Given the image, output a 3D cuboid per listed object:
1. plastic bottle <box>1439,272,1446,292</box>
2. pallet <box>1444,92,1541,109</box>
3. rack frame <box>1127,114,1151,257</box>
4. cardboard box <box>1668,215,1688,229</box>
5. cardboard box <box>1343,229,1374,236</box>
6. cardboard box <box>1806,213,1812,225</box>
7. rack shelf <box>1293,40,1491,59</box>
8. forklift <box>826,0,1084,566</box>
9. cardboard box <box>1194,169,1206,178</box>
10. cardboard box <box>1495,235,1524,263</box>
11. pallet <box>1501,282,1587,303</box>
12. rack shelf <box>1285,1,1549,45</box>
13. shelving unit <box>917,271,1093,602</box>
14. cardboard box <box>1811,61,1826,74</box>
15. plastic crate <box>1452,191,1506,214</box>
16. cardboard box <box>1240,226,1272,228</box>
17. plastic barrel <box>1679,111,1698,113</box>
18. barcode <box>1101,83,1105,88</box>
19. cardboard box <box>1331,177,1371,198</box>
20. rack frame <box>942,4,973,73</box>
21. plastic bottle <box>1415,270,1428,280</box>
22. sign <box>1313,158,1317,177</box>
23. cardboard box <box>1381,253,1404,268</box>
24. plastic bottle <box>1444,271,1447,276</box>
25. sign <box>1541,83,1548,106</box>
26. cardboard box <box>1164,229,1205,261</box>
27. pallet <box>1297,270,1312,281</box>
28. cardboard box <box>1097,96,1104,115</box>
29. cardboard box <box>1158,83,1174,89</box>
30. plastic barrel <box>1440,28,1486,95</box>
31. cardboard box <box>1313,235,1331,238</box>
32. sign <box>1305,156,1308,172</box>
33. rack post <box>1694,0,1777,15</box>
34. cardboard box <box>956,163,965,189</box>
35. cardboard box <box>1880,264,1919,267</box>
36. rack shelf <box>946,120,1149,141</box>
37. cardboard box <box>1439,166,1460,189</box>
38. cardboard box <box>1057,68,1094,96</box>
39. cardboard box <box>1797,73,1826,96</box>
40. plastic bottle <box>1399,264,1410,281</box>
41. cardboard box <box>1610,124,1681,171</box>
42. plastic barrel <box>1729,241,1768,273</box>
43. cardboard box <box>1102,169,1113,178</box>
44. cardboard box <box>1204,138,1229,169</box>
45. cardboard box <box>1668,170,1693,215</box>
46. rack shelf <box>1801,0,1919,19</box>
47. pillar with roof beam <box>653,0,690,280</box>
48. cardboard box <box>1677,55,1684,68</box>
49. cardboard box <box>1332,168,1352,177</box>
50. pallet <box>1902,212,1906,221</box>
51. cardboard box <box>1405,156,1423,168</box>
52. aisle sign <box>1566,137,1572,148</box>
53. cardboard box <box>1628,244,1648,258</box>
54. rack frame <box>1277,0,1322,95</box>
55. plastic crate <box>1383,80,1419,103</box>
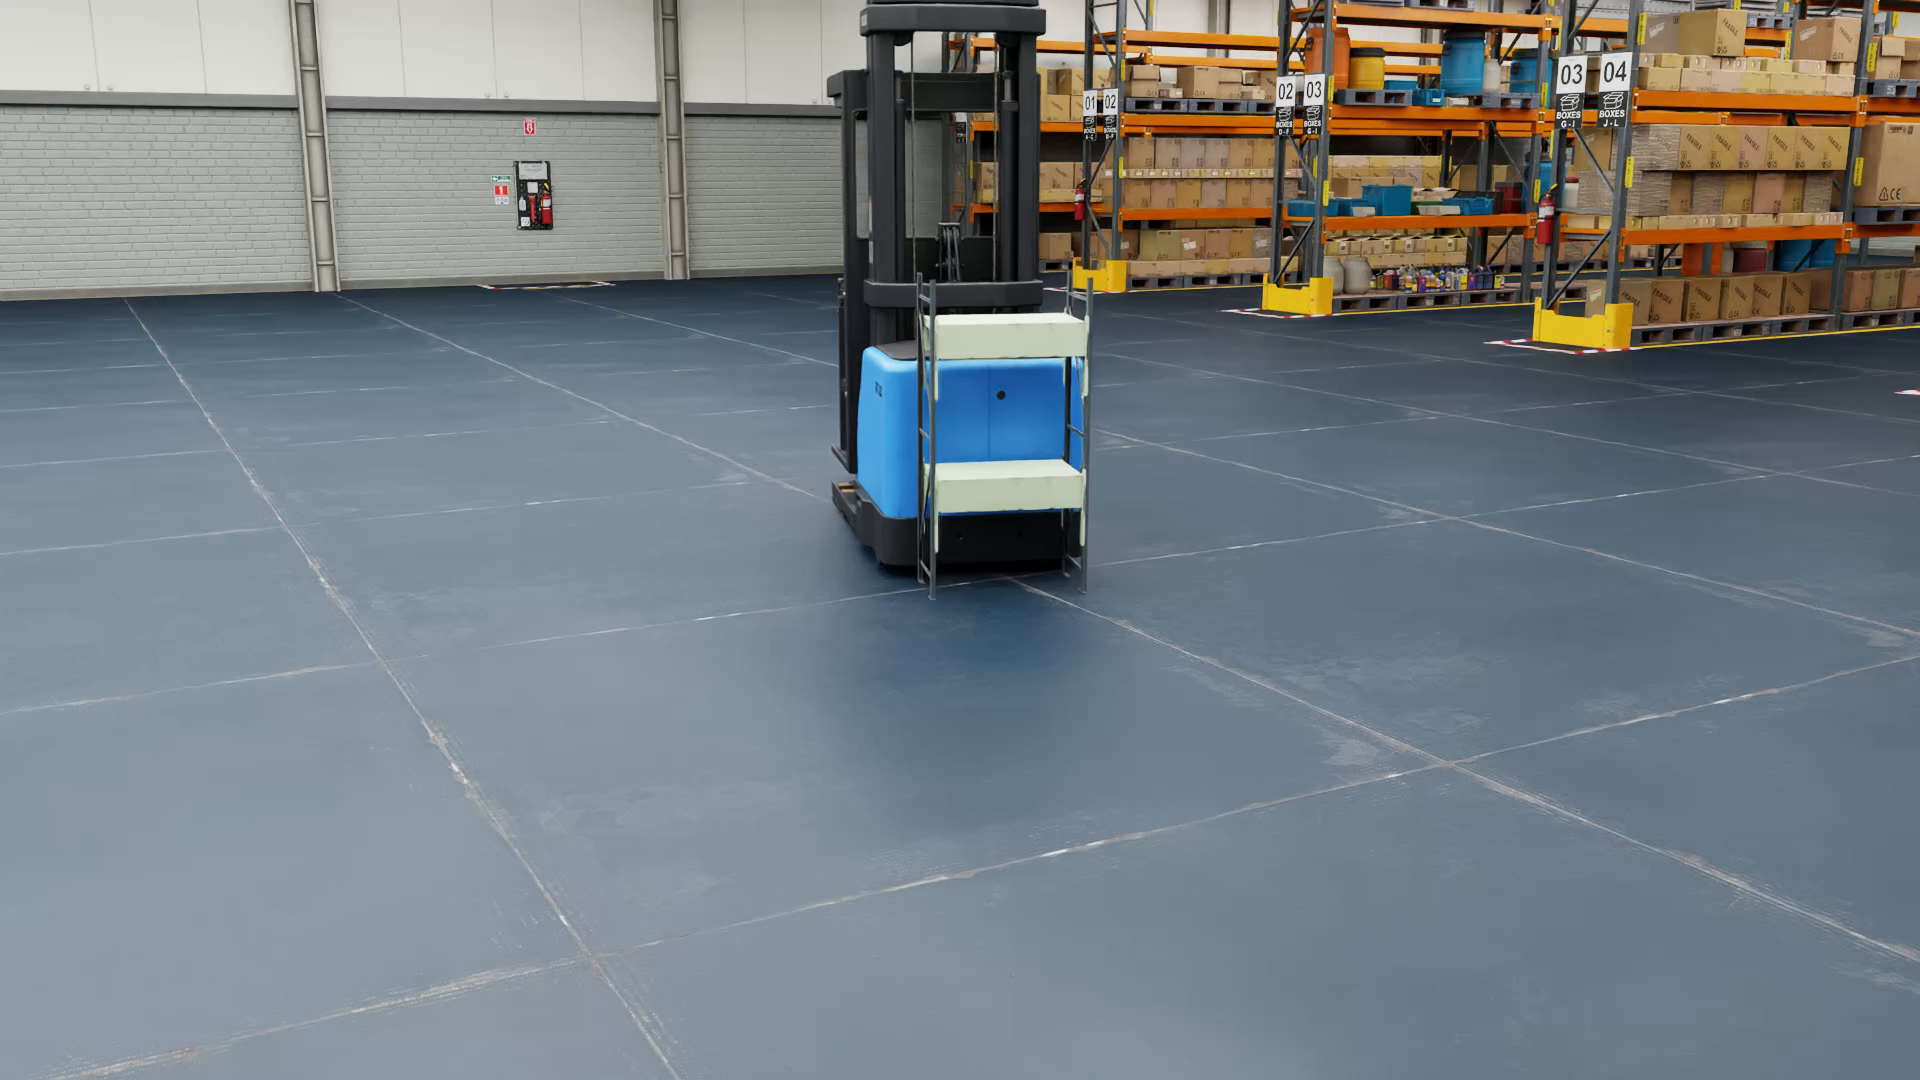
[{"bbox_3d":[6.998,-3.746,24.136,0.097,0.271,0.097,0,13,0],"label":"plastic bottle"},{"bbox_3d":[7.615,-6.361,24.142,1.003,0.211,1.213,-7,14,-28],"label":"pallet"},{"bbox_3d":[3.455,-6.994,33.355,0.127,3.000,1.000,-7,14,-28],"label":"rack frame"},{"bbox_3d":[8.093,-3.647,19.056,0.250,0.149,0.380,-7,14,-28],"label":"cardboard box"},{"bbox_3d":[8.446,-6.714,36.051,0.750,0.750,0.750,-7,14,-28],"label":"cardboard box"},{"bbox_3d":[10.055,-3.889,20.132,0.250,0.149,0.380,-7,14,-28],"label":"cardboard box"},{"bbox_3d":[7.587,-8.631,29.514,4.000,0.370,1.077,-7,14,-28],"label":"rack shelf"},{"bbox_3d":[-0.151,-1.576,9.437,1.130,2.935,3.031,-3,13,-11],"label":"forklift"},{"bbox_3d":[3.898,-6.120,27.766,0.250,0.149,0.380,-7,14,-29],"label":"cardboard box"},{"bbox_3d":[10.336,-5.505,31.429,0.500,0.500,0.500,-7,15,-30],"label":"cardboard box"},{"bbox_3d":[8.873,-3.815,25.578,1.213,0.211,1.003,-7,14,-28],"label":"pallet"},{"bbox_3d":[6.446,-7.255,23.401,4.000,0.370,1.077,-7,14,-28],"label":"rack shelf"},{"bbox_3d":[0.201,-0.500,7.898,0.755,1.500,0.431,-2,14,-11],"label":"shelving unit"},{"bbox_3d":[9.971,-5.572,19.636,0.250,0.149,0.380,-8,15,-31],"label":"cardboard box"},{"bbox_3d":[7.681,-5.024,24.743,0.504,0.338,0.767,-7,14,-28],"label":"plastic crate"},{"bbox_3d":[5.275,-5.281,29.340,0.500,0.500,0.500,-7,14,-28],"label":"cardboard box"},{"bbox_3d":[11.521,-6.857,26.270,0.294,0.245,0.294,0,13,0],"label":"plastic barrel"},{"bbox_3d":[2.355,-7.490,27.406,0.075,0.075,0.001,-7,14,-28],"label":"barcode"},{"bbox_3d":[6.976,-6.222,29.695,0.500,0.500,0.500,-6,14,-24],"label":"cardboard box"},{"bbox_3d":[-0.056,-9.500,30.827,0.127,3.000,1.000,-7,14,-28],"label":"rack frame"},{"bbox_3d":[6.849,-3.875,24.698,0.135,0.276,0.152,-7,14,-28],"label":"plastic bottle"},{"bbox_3d":[6.099,-6.394,28.537,0.005,0.325,0.100,-7,14,-28],"label":"sign"},{"bbox_3d":[7.654,-5.060,30.067,0.500,0.250,0.500,-7,14,-27],"label":"cardboard box"},{"bbox_3d":[7.127,-3.801,24.351,0.133,0.283,0.061,-7,14,-28],"label":"plastic bottle"},{"bbox_3d":[8.456,-6.445,24.065,0.005,0.325,0.100,-7,14,-28],"label":"sign"},{"bbox_3d":[3.769,-4.970,27.959,0.500,0.500,0.500,-7,14,-28],"label":"cardboard box"},{"bbox_3d":[6.460,-4.765,29.799,1.213,0.211,1.003,-7,14,-28],"label":"pallet"},{"bbox_3d":[2.680,-8.365,32.340,0.500,0.500,0.500,-8,15,-33],"label":"cardboard box"},{"bbox_3d":[3.205,-7.454,27.635,0.500,0.250,0.500,-7,14,-28],"label":"cardboard box"},{"bbox_3d":[7.277,-6.914,24.068,0.708,0.901,0.600,-7,14,-28],"label":"plastic barrel"},{"bbox_3d":[6.504,-5.331,29.993,0.500,0.311,0.500,-6,14,-26],"label":"cardboard box"},{"bbox_3d":[7.234,-7.838,34.646,0.005,0.325,0.100,-7,14,-28],"label":"sign"},{"bbox_3d":[12.329,-8.480,26.465,0.937,0.300,0.954,-7,14,-28],"label":"rack post"},{"bbox_3d":[0.256,-6.966,31.820,0.500,0.500,0.500,-7,14,-28],"label":"cardboard box"},{"bbox_3d":[12.532,-3.350,21.855,0.500,0.500,0.700,-6,14,-23],"label":"cardboard box"},{"bbox_3d":[1.700,-7.896,32.170,4.000,0.370,1.077,-7,14,-28],"label":"rack shelf"},{"bbox_3d":[10.961,-8.036,37.302,0.700,0.700,0.980,-7,14,-27],"label":"cardboard box"},{"bbox_3d":[2.216,-8.782,31.918,0.500,0.500,0.500,-7,15,-30],"label":"cardboard box"},{"bbox_3d":[9.837,-5.369,19.646,0.500,0.250,0.500,-6,14,-26],"label":"cardboard box"},{"bbox_3d":[6.593,-3.918,24.718,0.185,0.351,0.144,-6,14,-26],"label":"plastic bottle"},{"bbox_3d":[7.677,-4.397,18.631,0.500,0.500,0.500,-7,14,-28],"label":"cardboard box"},{"bbox_3d":[13.125,-4.708,27.731,0.708,0.588,0.600,-7,14,-28],"label":"plastic barrel"},{"bbox_3d":[2.565,-6.061,27.505,0.250,0.149,0.380,-7,15,-29],"label":"cardboard box"},{"bbox_3d":[4.124,-6.515,28.045,0.500,0.500,0.700,-7,14,-28],"label":"cardboard box"},{"bbox_3d":[7.941,-4.032,19.287,0.500,0.500,0.875,-7,14,-28],"label":"cardboard box"},{"bbox_3d":[12.331,-6.721,21.030,4.000,0.370,1.077,-7,14,-28],"label":"rack shelf"},{"bbox_3d":[-3.060,-8.280,25.404,0.400,9.000,9.100,-7,14,-28],"label":"pillar with roof beam"},{"bbox_3d":[7.853,-5.338,18.597,0.250,0.149,0.380,-7,15,-29],"label":"cardboard box"},{"bbox_3d":[7.979,-7.674,35.424,0.500,0.500,0.500,-6,14,-26],"label":"cardboard box"},{"bbox_3d":[12.368,-4.241,21.561,1.213,0.211,1.003,-7,14,-28],"label":"pallet"},{"bbox_3d":[9.736,-8.255,36.299,0.500,0.250,0.500,-6,14,-27],"label":"cardboard box"},{"bbox_3d":[14.195,-9.475,38.456,0.004,0.787,0.394,-7,14,-28],"label":"aisle sign"},{"bbox_3d":[13.326,-5.787,33.113,0.500,0.311,0.500,-7,14,-28],"label":"cardboard box"},{"bbox_3d":[5.832,-8.967,28.456,0.127,3.000,1.000,-7,14,-28],"label":"rack frame"},{"bbox_3d":[6.220,-6.378,23.824,0.575,0.384,0.392,-7,14,-28],"label":"plastic crate"}]
